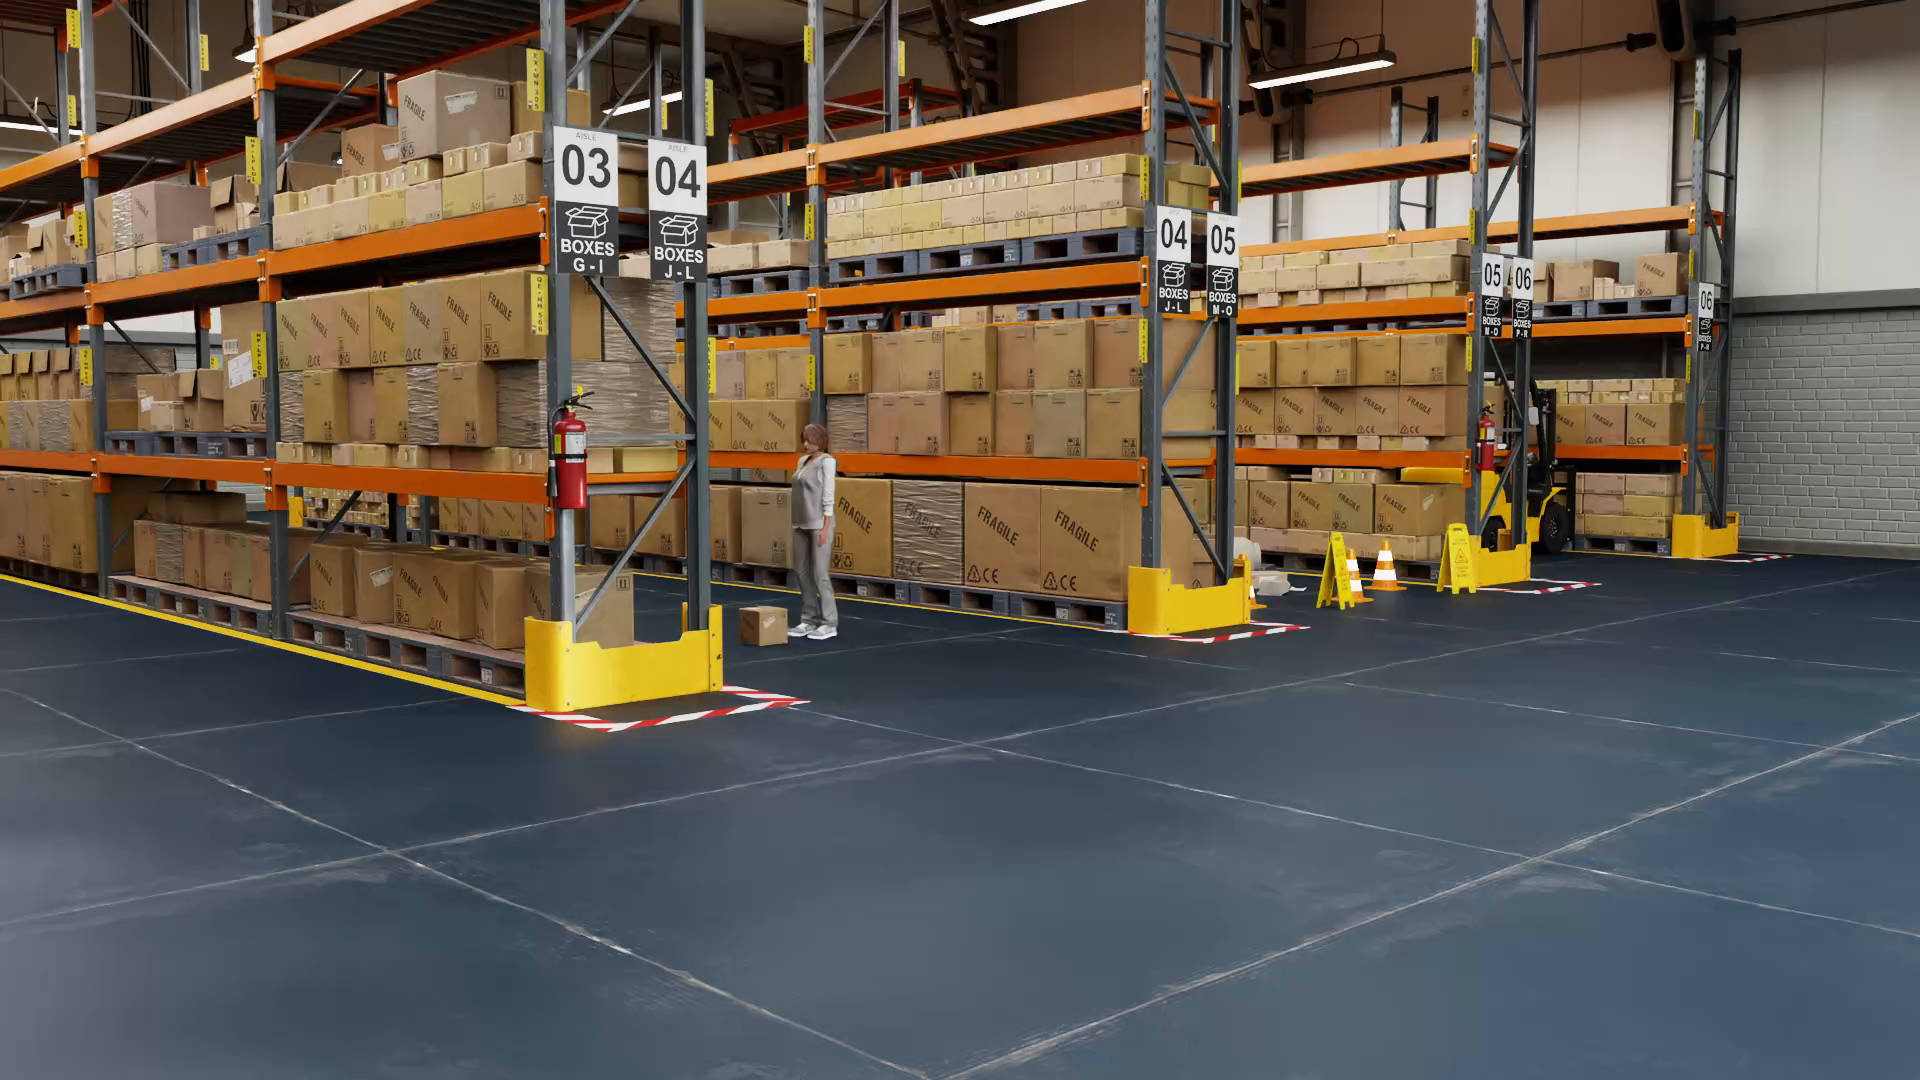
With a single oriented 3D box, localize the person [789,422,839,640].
[{"bbox_3d":[-1.072,-0.069,12.284,0.306,1.595,0.407,-4,6,-42],"label":"person"}]
